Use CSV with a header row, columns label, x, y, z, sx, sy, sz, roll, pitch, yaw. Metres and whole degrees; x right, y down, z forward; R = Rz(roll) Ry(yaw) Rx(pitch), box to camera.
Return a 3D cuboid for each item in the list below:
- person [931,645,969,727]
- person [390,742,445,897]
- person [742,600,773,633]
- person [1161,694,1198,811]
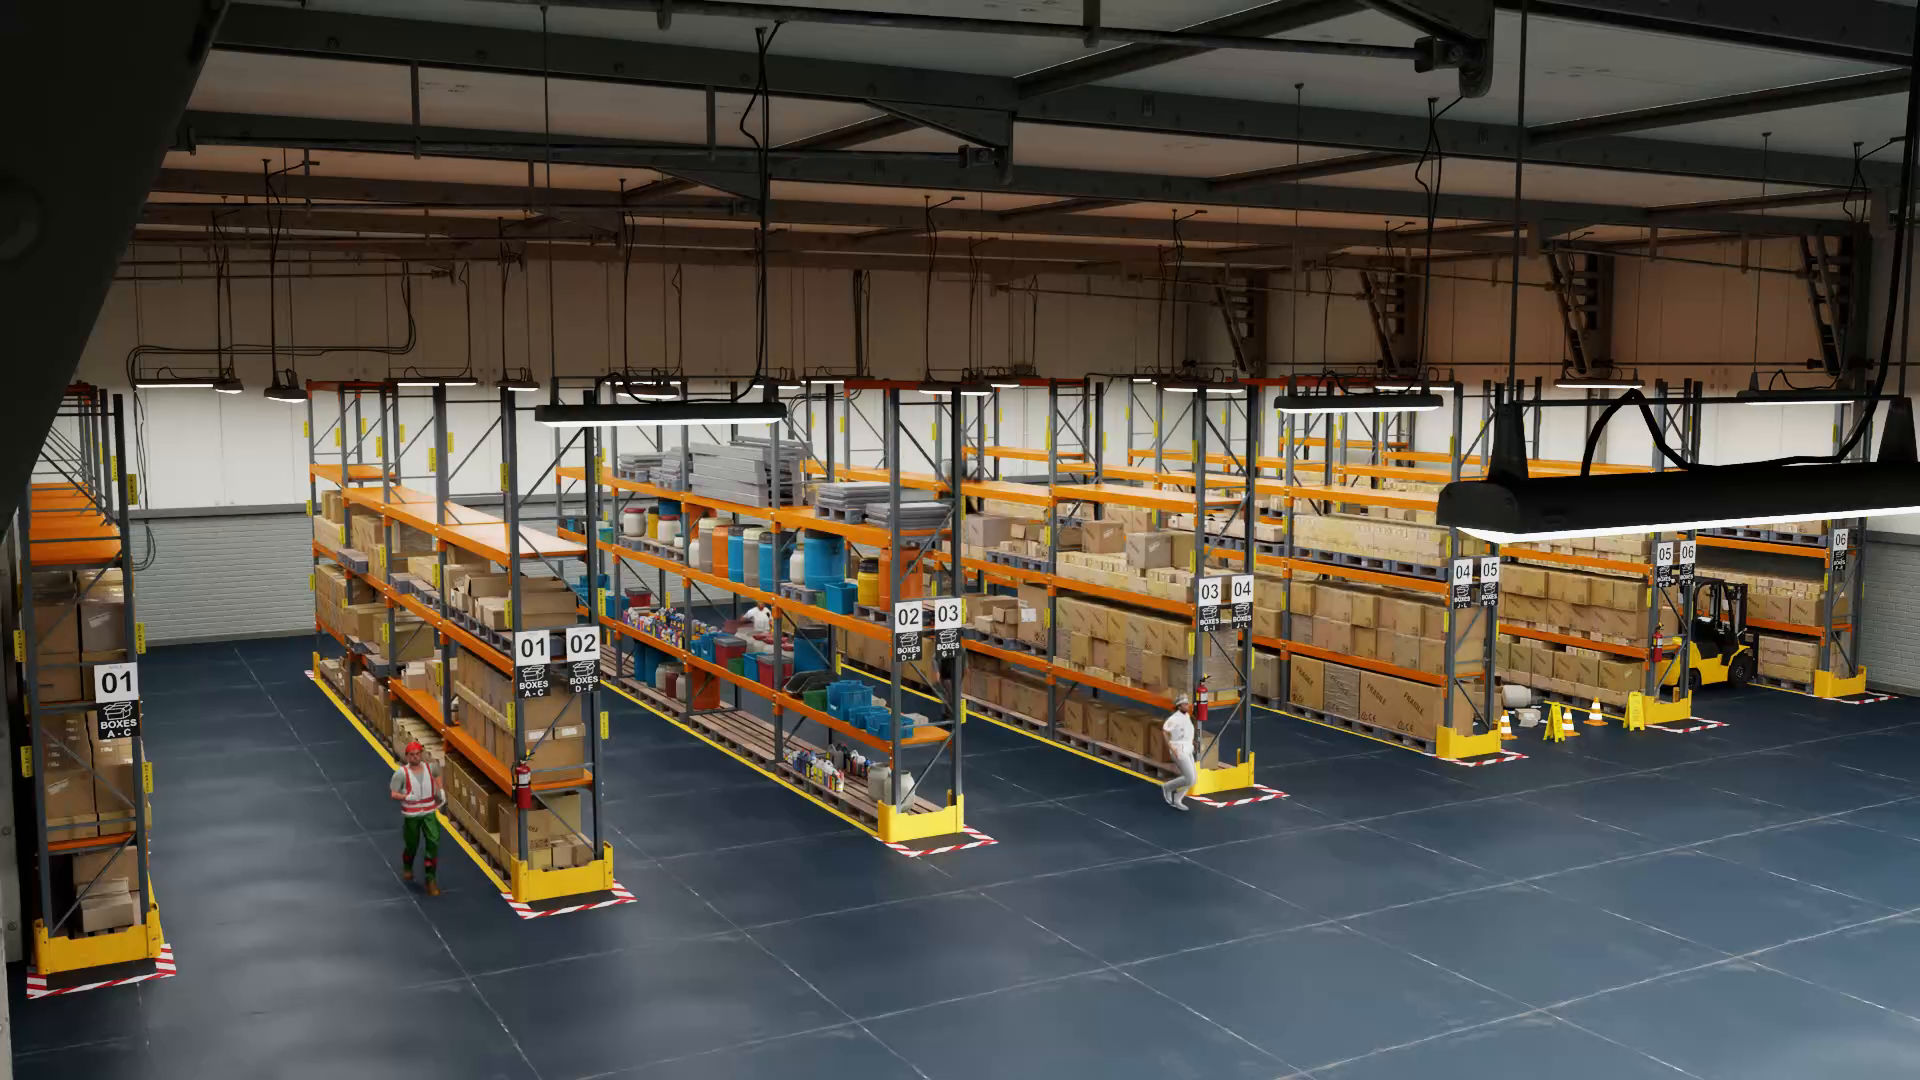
label,x,y,z,sx,sy,sz,roll,pitch,yaw
person,-0.116,2.456,28.827,0.630,1.596,0.733,-4,7,-36
person,-6.506,3.324,20.029,0.669,1.812,0.893,-3,7,-29
person,-4.005,1.942,33.298,0.599,1.668,0.919,-5,8,-37
person,3.160,3.010,23.620,0.511,1.659,0.587,4,7,31
